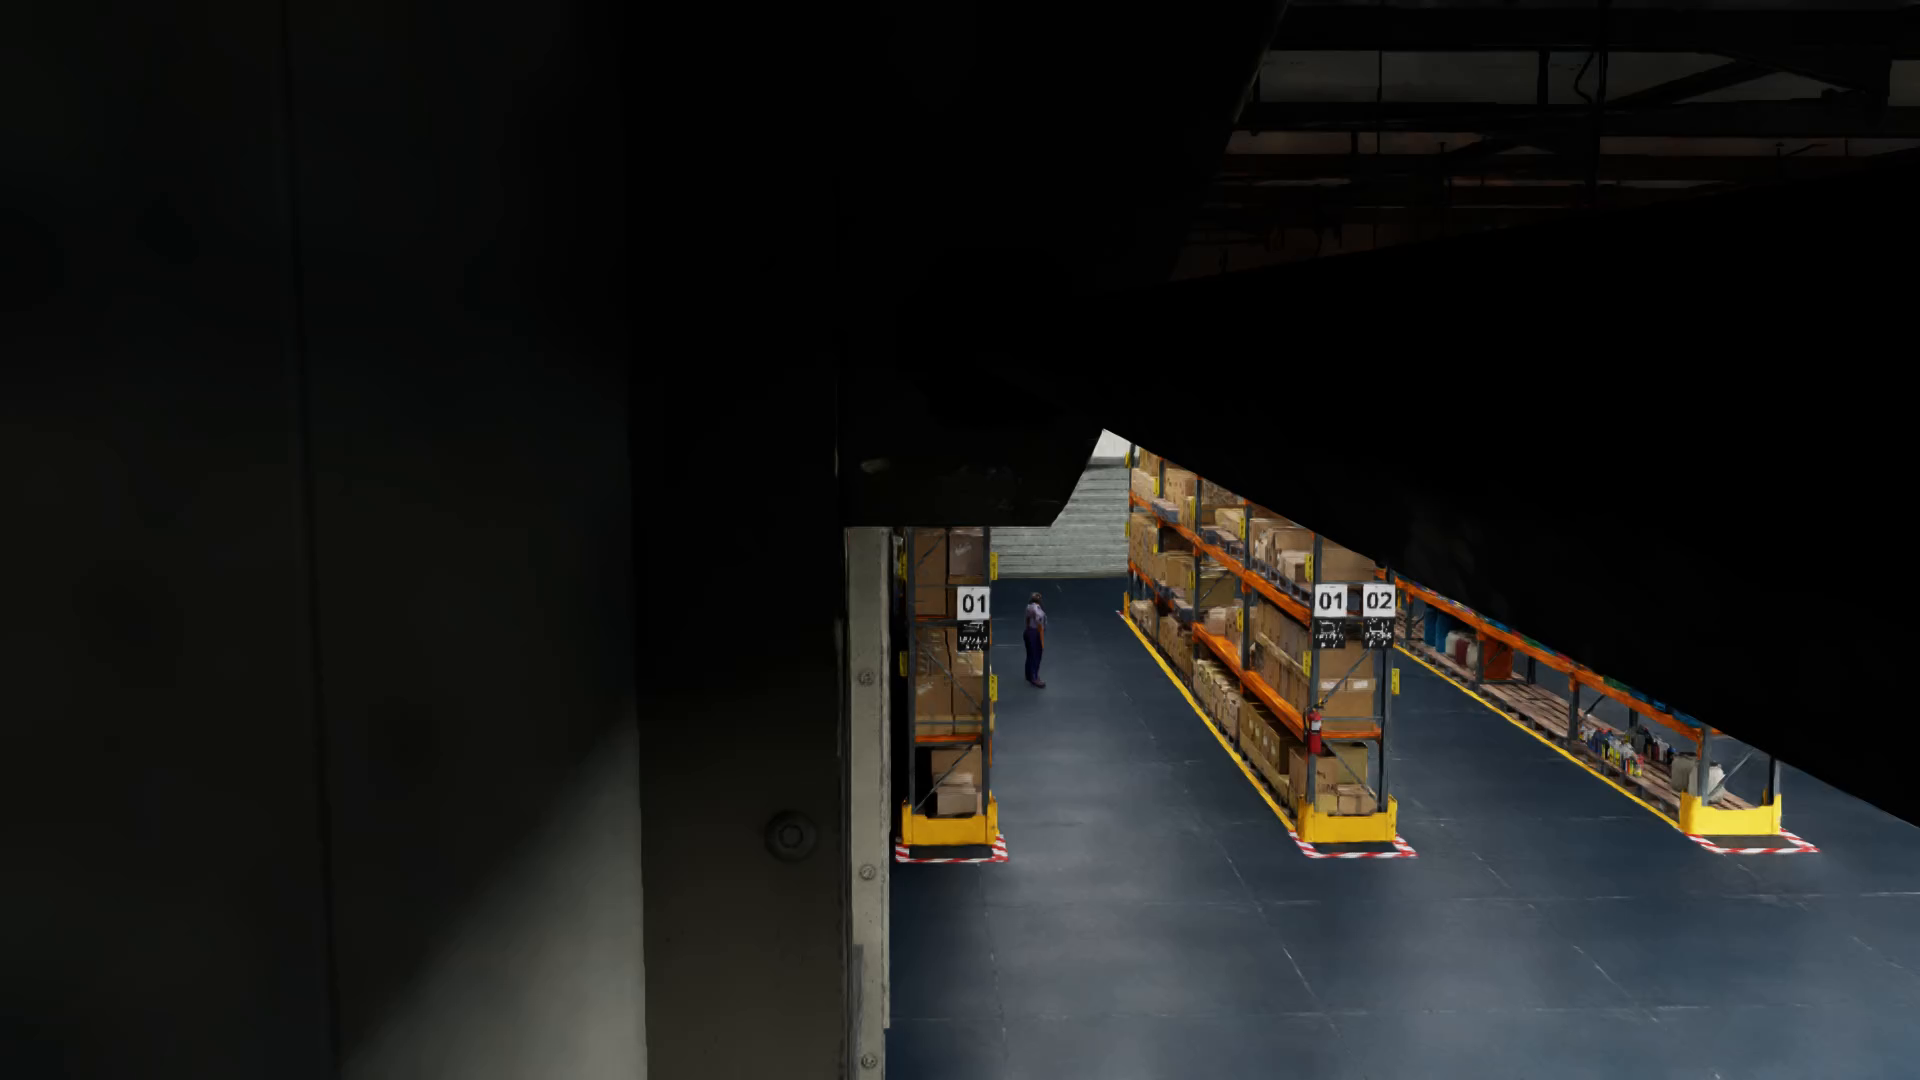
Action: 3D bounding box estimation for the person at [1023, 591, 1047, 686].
[{"bbox_3d":[1.341,1.727,29.499,0.386,1.653,0.596,-3,8,-25],"label":"person"}]

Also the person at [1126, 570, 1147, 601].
[{"bbox_3d":[4.031,0.681,37.585,0.549,1.670,0.682,5,9,33],"label":"person"}]
